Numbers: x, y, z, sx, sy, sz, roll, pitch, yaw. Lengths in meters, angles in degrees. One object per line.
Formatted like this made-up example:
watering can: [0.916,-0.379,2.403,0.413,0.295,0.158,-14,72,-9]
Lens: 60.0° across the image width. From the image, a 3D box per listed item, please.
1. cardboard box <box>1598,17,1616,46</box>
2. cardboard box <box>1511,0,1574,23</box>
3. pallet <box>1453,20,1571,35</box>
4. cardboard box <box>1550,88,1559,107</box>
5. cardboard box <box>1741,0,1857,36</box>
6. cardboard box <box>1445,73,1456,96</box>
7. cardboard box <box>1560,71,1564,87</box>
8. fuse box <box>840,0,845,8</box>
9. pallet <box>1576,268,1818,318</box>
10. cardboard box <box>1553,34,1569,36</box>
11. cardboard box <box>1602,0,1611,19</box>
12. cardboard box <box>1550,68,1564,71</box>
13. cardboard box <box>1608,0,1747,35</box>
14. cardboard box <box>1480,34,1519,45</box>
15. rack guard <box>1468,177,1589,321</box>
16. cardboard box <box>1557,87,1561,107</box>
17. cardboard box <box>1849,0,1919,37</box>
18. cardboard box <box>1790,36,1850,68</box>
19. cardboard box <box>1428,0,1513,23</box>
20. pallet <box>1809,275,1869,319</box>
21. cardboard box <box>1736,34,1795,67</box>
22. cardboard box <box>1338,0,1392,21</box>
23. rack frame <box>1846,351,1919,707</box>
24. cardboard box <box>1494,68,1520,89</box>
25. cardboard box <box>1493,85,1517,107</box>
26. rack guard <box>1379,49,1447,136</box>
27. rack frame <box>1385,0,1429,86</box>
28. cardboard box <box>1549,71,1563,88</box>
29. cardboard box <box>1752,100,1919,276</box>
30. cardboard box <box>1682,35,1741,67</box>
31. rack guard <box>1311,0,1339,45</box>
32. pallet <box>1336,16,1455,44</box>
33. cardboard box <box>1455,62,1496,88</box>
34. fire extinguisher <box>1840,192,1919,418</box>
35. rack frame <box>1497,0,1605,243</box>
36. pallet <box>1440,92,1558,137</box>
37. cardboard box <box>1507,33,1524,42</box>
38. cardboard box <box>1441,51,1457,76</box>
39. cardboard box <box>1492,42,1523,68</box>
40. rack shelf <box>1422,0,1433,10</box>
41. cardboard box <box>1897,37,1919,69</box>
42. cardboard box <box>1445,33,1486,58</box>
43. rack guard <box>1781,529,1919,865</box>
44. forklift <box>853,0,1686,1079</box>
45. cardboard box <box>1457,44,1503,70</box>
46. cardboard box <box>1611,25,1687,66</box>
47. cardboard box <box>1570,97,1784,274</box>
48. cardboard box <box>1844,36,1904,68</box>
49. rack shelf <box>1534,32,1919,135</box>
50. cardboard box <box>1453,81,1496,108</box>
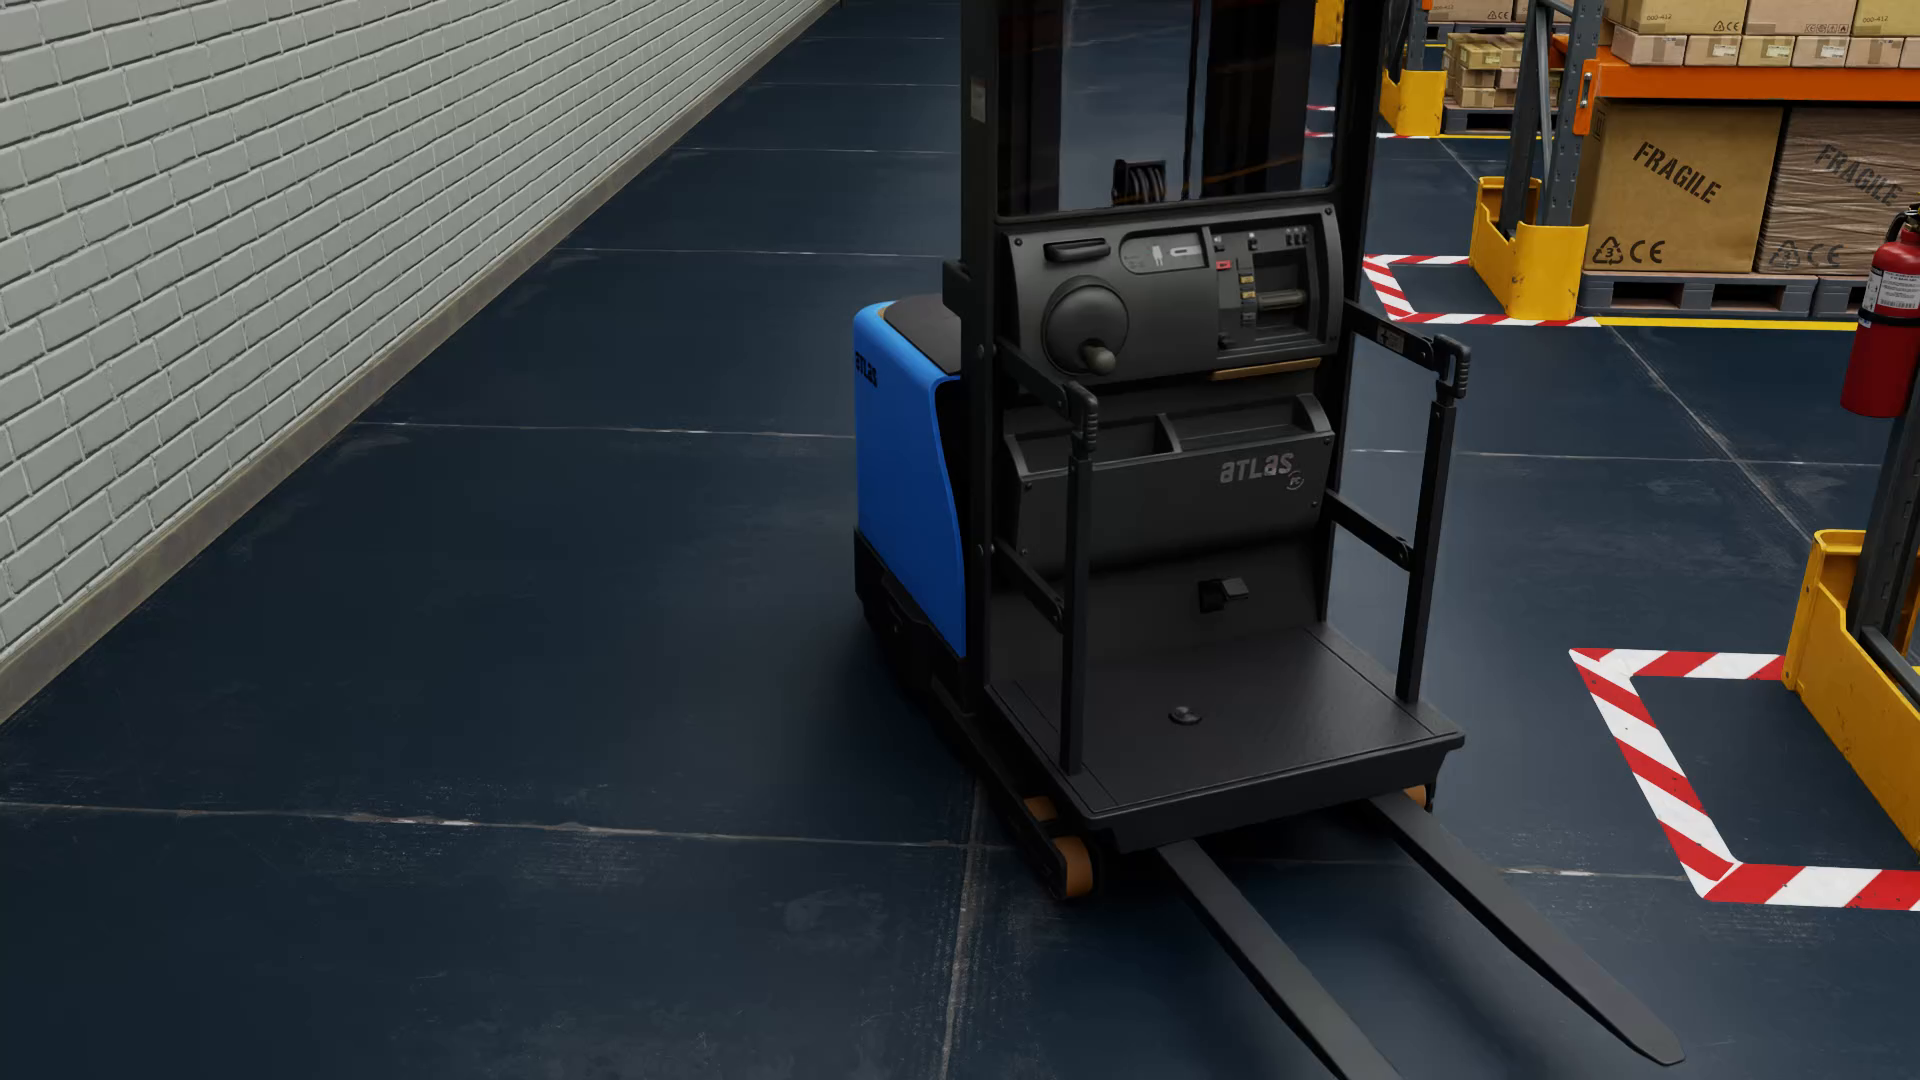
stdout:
cardboard box: [3.524,-2.774,8.991,0.250,0.149,0.380,2,25,5]
cardboard box: [6.381,-5.885,18.013,0.875,0.438,0.875,1,25,2]
pallet: [5.919,-5.593,18.152,1.213,0.211,1.003,2,25,4]
cardboard box: [4.638,-3.592,13.377,0.250,0.149,0.380,2,25,5]
cardboard box: [4.121,-2.687,8.326,0.500,0.250,0.500,2,25,3]
cardboard box: [4.165,-3.792,13.811,0.250,0.149,0.380,2,25,5]
cardboard box: [4.894,-3.677,13.204,0.250,0.149,0.380,3,25,6]
fuse box: [-1.415,-7.349,20.174,0.414,1.711,0.539,2,25,4]
pallet: [3.947,-1.502,9.263,1.213,0.211,1.003,2,25,4]
cardboard box: [4.939,-4.059,13.679,0.250,0.149,0.380,1,25,2]
cardboard box: [3.648,-2.924,8.840,0.500,0.250,0.500,1,25,3]
cardboard box: [4.647,-3.814,13.146,0.250,0.149,0.380,2,25,4]
cardboard box: [3.602,-2.701,8.356,0.500,0.250,0.500,1,25,3]
cardboard box: [4.418,-4.049,13.657,0.250,0.149,0.380,2,25,5]
rack guard: [3.120,-1.627,9.189,0.348,0.500,1.175,2,25,4]
cardboard box: [4.884,-3.539,13.260,0.250,0.149,0.380,2,25,5]
cardboard box: [4.622,-2.670,8.288,0.500,0.250,0.500,1,25,2]
cardboard box: [4.244,-2.476,8.342,0.250,0.149,0.380,1,25,3]
cardboard box: [5.482,-5.914,18.077,0.875,0.438,0.875,2,25,5]
pallet: [5.161,-1.462,9.176,1.213,0.211,1.003,2,25,4]
cardboard box: [3.984,-2.484,8.360,0.250,0.149,0.380,1,25,3]
cardboard box: [4.569,-5.940,18.133,0.875,0.438,0.875,1,25,2]
rack frame: [2.765,-0.698,4.178,0.127,3.000,1.000,2,25,4]
cardboard box: [4.396,-3.701,13.257,0.250,0.149,0.380,2,25,4]
cardboard box: [4.390,-3.598,13.388,0.250,0.149,0.380,2,25,4]
rack guard: [3.700,-3.688,13.667,0.348,0.500,1.175,2,25,4]
rack frame: [3.625,-4.826,13.150,0.127,3.000,1.000,2,25,4]
cardboard box: [4.647,-3.730,13.320,0.250,0.149,0.380,2,25,5]
cardboard box: [4.696,-1.972,8.986,0.875,0.875,0.875,2,25,4]
cardboard box: [3.729,-2.492,8.377,0.250,0.149,0.380,1,25,3]
rack guard: [3.879,-5.758,18.165,0.348,0.500,1.175,2,25,4]
pallet: [4.706,-5.633,18.239,1.213,0.211,1.003,2,25,4]
cardboard box: [4.127,-3.733,13.327,0.250,0.149,0.380,3,25,6]
fire extinguisher: [2.649,-0.688,4.695,0.183,0.674,0.296,2,25,4]
rack frame: [3.144,-2.762,8.665,0.127,3.000,1.000,2,25,4]
pallet: [4.508,-3.516,13.639,1.213,0.211,1.003,2,25,4]
cardboard box: [4.686,-4.094,13.754,0.250,0.149,0.380,1,25,3]
cardboard box: [4.173,-3.959,13.818,0.250,0.149,0.380,1,25,3]
cardboard box: [4.405,-3.875,13.280,0.250,0.149,0.380,2,25,5]
rack shelf: [5.619,-4.435,13.161,4.000,0.370,1.077,2,25,4]
cardboard box: [4.755,-2.459,8.306,0.250,0.149,0.380,2,25,3]
cardboard box: [4.172,-4.081,13.727,0.250,0.149,0.380,2,25,5]
rack guard: [2.740,0.442,4.691,0.348,0.500,1.175,2,25,4]
forklift: [0.641,-0.608,4.066,1.130,2.935,3.031,-9,26,-19]
cardboard box: [4.121,-3.834,13.190,0.250,0.149,0.380,1,25,2]
cardboard box: [3.473,-2.499,8.394,0.250,0.149,0.380,2,25,5]
cardboard box: [3.788,-2.001,9.049,0.875,0.875,0.875,2,25,4]
cardboard box: [4.498,-2.467,8.324,0.250,0.149,0.380,1,25,3]
rack shelf: [5.138,-2.371,8.676,4.000,0.370,1.077,2,25,4]
cardboard box: [4.123,-3.572,13.332,0.250,0.149,0.380,2,25,5]
